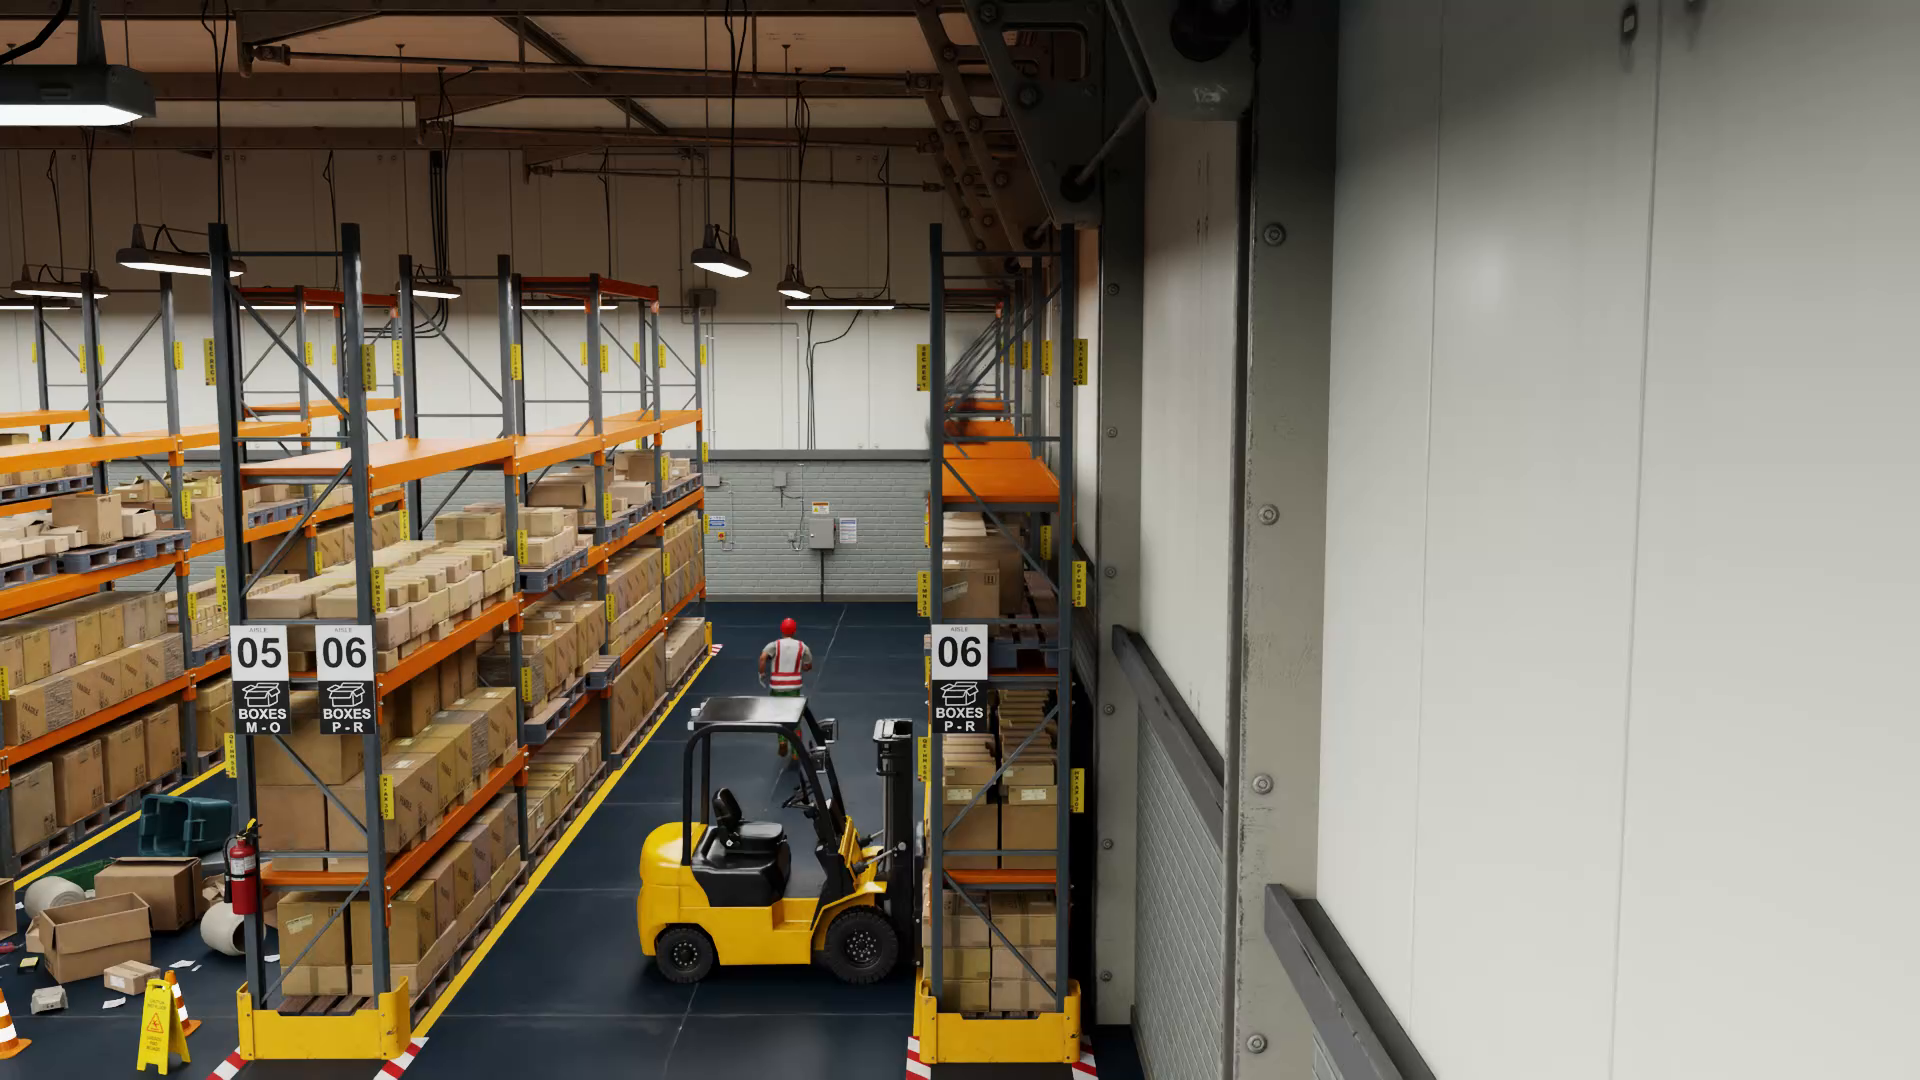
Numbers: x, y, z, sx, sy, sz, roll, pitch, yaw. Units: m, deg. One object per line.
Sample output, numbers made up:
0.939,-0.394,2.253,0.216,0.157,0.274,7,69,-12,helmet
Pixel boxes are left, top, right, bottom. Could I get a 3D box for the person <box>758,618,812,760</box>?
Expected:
-2.175,1.861,20.723,0.673,1.783,0.884,-1,7,-6,person
